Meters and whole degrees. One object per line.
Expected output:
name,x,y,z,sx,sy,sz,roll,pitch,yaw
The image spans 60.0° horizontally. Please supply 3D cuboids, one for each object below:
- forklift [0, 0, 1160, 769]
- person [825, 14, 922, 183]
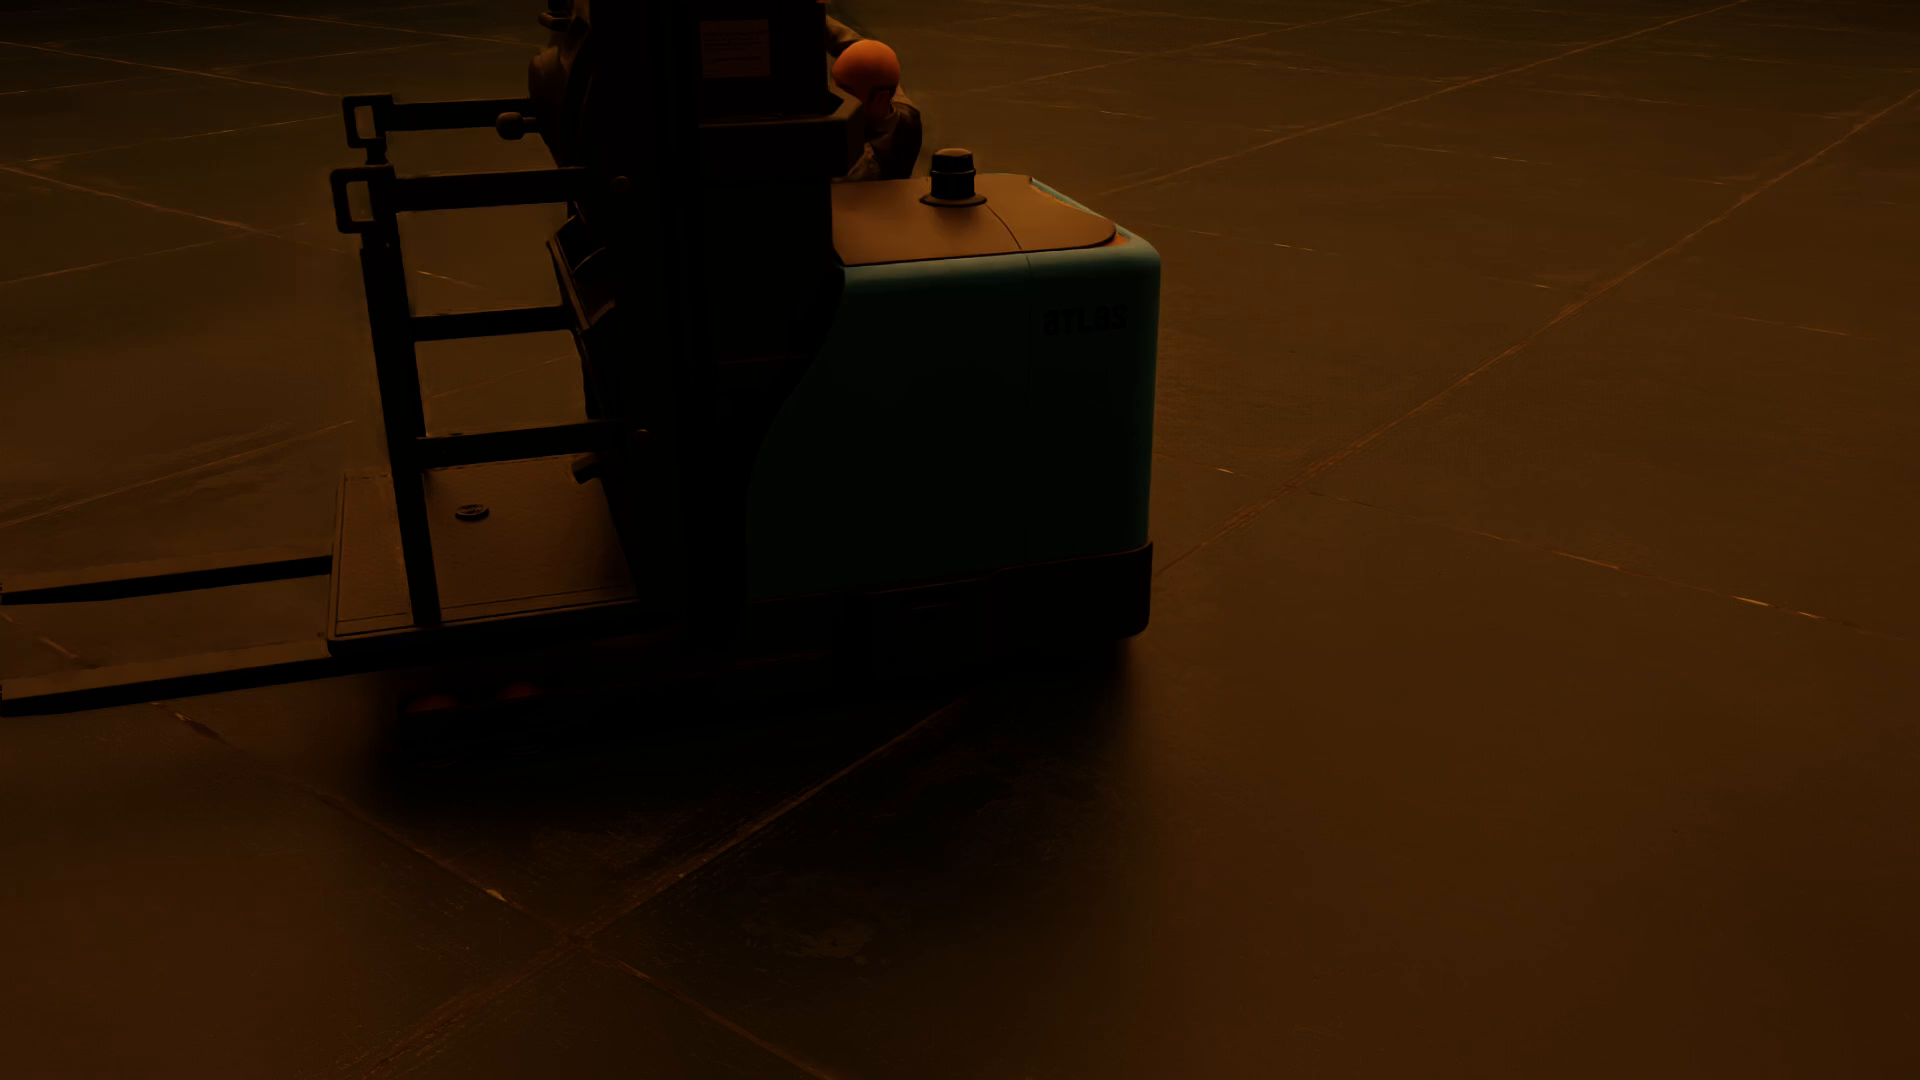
forklift,-1.083,-1.057,3.768,3.031,2.935,1.130,-7,24,-16
person,-0.641,-0.836,5.033,0.851,1.584,1.079,17,29,34
